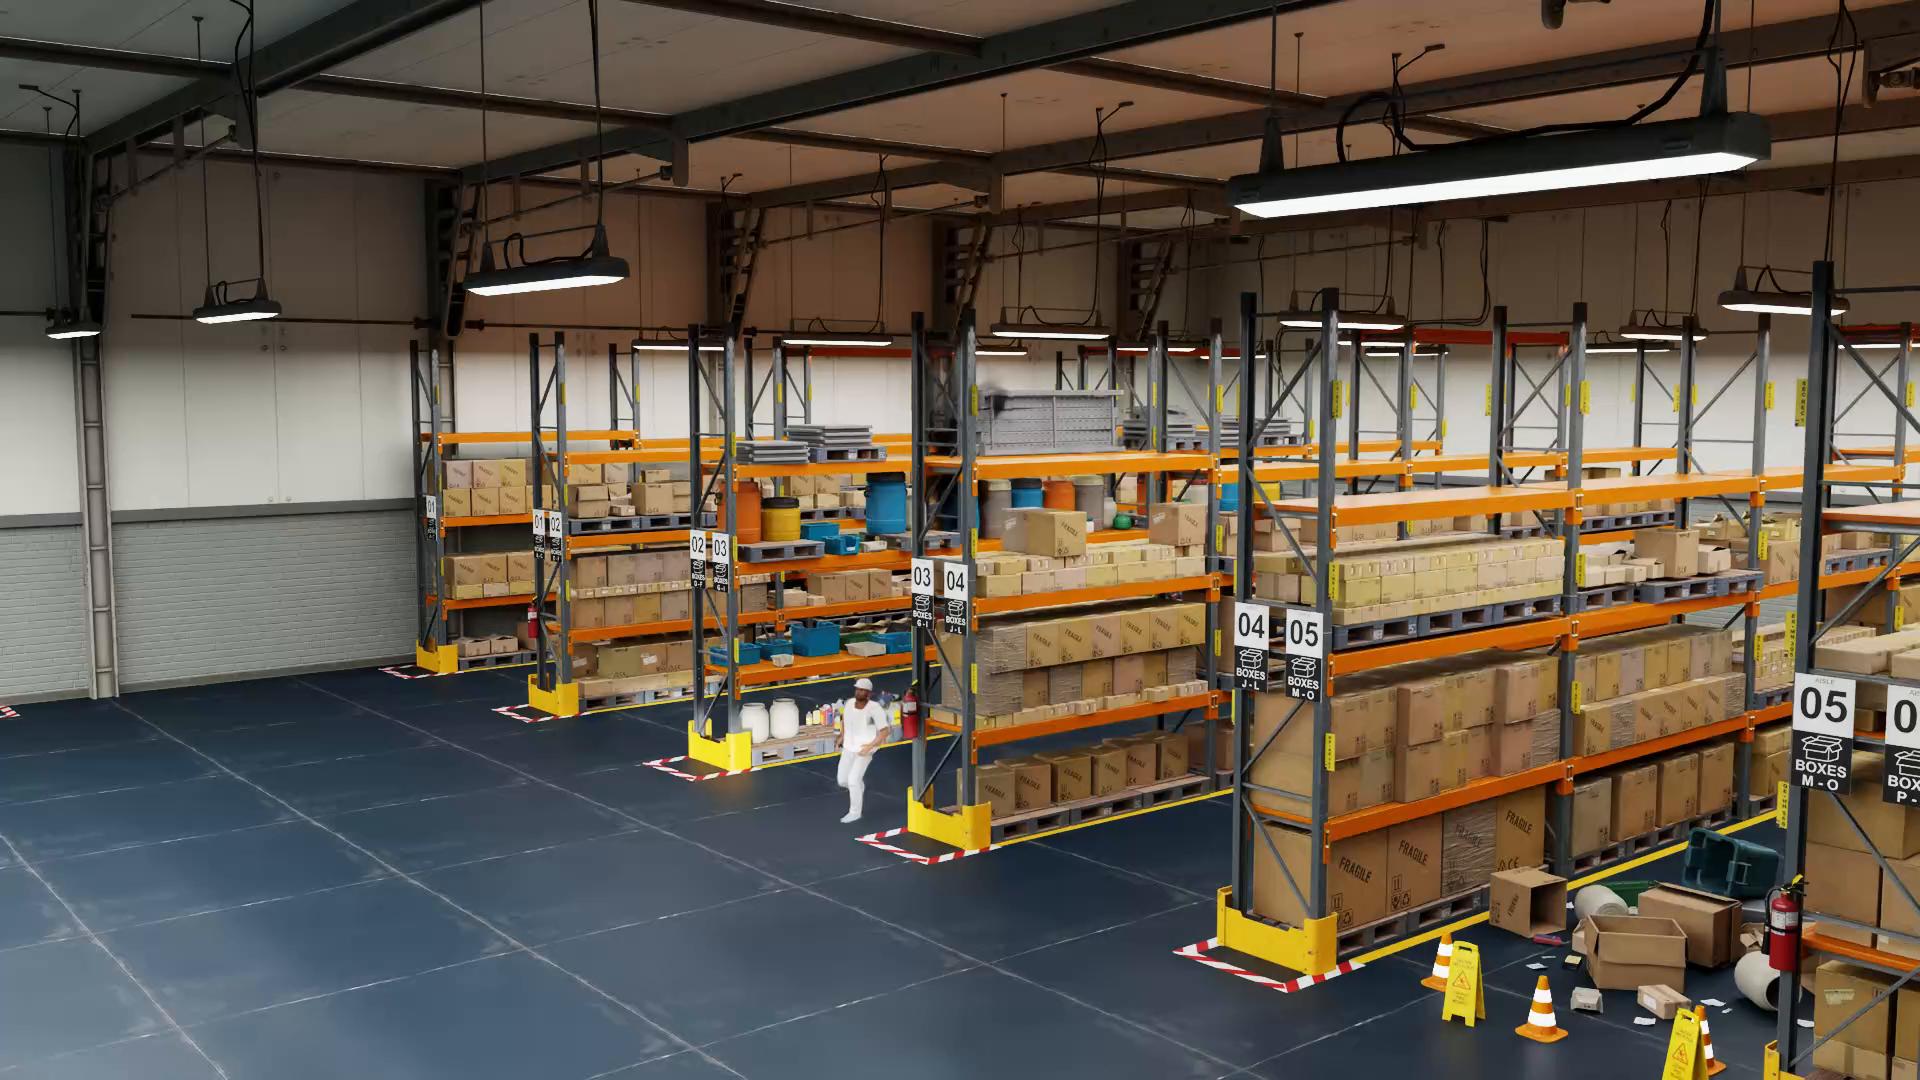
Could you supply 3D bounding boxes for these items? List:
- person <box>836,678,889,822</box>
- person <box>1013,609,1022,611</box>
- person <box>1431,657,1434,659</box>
[{"bbox_3d":[-1.157,2.497,19.827,0.721,1.735,0.582,3,6,31],"label":"person"},{"bbox_3d":[1.062,1.589,29.363,0.526,1.622,0.813,5,7,43],"label":"person"},{"bbox_3d":[6.001,2.308,21.489,0.758,1.799,0.703,-5,7,-44],"label":"person"}]
